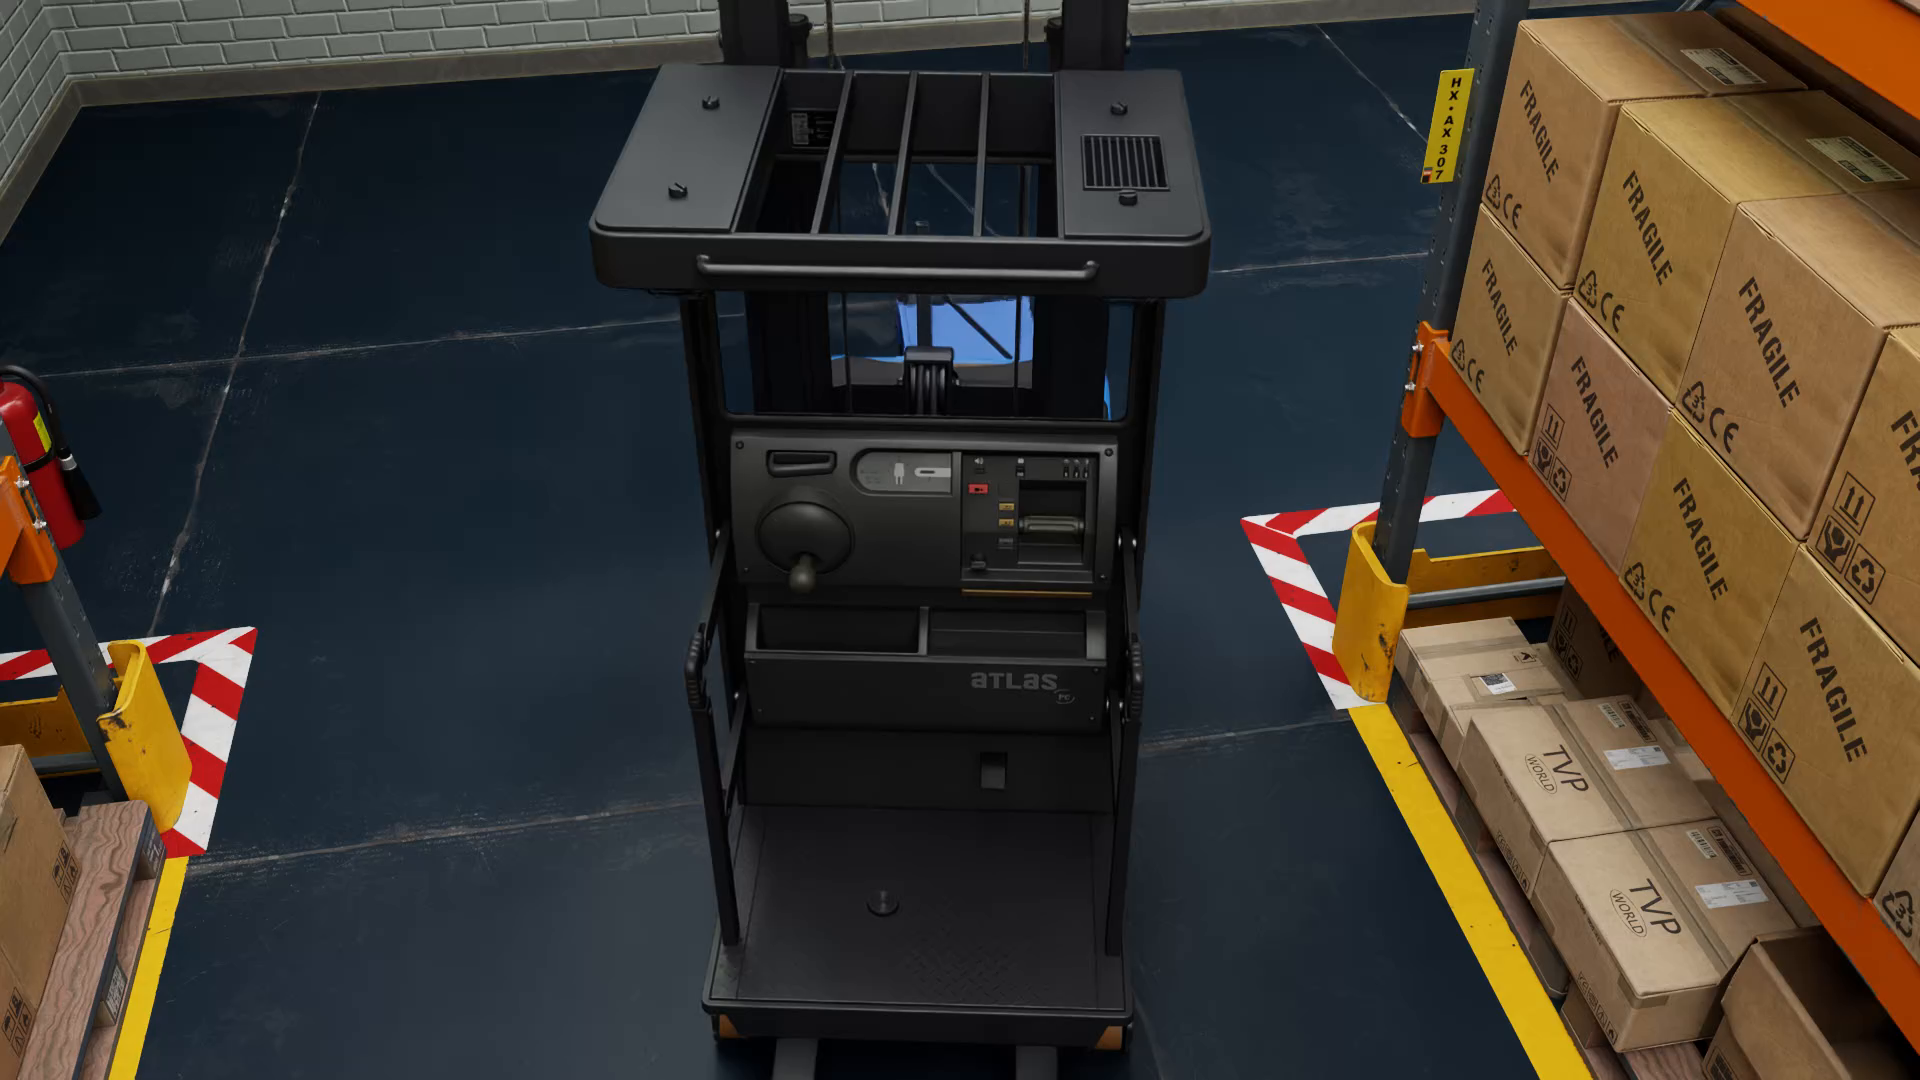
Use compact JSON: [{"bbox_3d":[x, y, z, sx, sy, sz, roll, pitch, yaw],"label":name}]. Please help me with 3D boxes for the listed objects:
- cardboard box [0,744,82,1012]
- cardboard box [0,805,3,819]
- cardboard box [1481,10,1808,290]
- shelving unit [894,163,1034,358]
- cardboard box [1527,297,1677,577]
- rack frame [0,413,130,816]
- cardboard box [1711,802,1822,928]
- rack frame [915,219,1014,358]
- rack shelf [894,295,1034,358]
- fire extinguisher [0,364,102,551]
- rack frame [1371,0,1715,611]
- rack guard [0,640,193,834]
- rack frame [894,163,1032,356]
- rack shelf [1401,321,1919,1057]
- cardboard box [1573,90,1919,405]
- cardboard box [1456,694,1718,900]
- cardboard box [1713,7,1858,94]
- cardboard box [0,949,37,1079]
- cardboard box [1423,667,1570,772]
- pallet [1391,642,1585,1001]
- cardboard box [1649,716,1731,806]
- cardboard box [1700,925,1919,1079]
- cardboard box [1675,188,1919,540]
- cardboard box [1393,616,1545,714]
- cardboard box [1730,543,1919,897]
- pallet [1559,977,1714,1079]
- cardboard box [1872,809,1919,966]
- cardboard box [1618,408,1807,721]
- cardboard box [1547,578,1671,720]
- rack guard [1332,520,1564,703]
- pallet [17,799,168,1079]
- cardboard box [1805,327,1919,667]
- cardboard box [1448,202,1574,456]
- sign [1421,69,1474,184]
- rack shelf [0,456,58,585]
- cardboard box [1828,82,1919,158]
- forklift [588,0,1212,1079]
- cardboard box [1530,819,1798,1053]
[{"bbox_3d":[-2.784,0.921,4.315,0.700,0.500,0.500,-6,38,-8],"label":"cardboard box"},{"bbox_3d":[-2.582,0.723,4.041,0.380,0.149,0.250,-7,38,-8],"label":"cardboard box"},{"bbox_3d":[1.690,-0.985,4.177,0.500,0.500,0.500,-5,38,-7],"label":"cardboard box"},{"bbox_3d":[0.063,-0.700,5.928,0.538,1.500,1.048,-4,38,-5],"label":"shelving unit"},{"bbox_3d":[1.785,-0.279,4.083,0.500,0.500,0.500,-7,38,-8],"label":"cardboard box"},{"bbox_3d":[-3.005,-0.312,4.207,1.000,3.000,0.127,-6,38,-8],"label":"rack frame"},{"bbox_3d":[2.346,0.944,4.473,0.500,0.250,0.500,-6,38,-8],"label":"cardboard box"},{"bbox_3d":[0.115,-0.389,5.529,0.500,1.500,0.032,-4,38,-5],"label":"rack frame"},{"bbox_3d":[0.063,-0.558,6.038,0.538,0.185,1.000,-4,38,-5],"label":"rack shelf"},{"bbox_3d":[-2.577,-0.275,4.526,0.296,0.674,0.183,-6,38,-8],"label":"fire extinguisher"},{"bbox_3d":[1.871,-0.847,4.896,1.000,3.000,0.127,-6,38,-8],"label":"rack frame"},{"bbox_3d":[-3.009,0.660,4.992,1.175,0.500,0.348,-6,38,-8],"label":"rack guard"},{"bbox_3d":[0.012,-1.010,6.327,0.500,1.500,0.032,-4,38,-5],"label":"rack frame"},{"bbox_3d":[2.222,0.645,3.561,1.077,0.370,4.000,-6,38,-8],"label":"rack shelf"},{"bbox_3d":[1.789,-0.670,3.771,0.500,0.500,0.500,-6,38,-7],"label":"cardboard box"},{"bbox_3d":[1.775,0.726,4.753,0.500,0.250,0.500,-6,38,-8],"label":"cardboard box"},{"bbox_3d":[2.220,-1.042,4.250,0.500,0.500,0.500,-7,38,-8],"label":"cardboard box"},{"bbox_3d":[-2.696,1.223,3.926,0.700,0.500,0.500,-6,38,-8],"label":"cardboard box"},{"bbox_3d":[1.650,0.539,5.062,0.380,0.166,0.250,-6,38,-8],"label":"cardboard box"},{"bbox_3d":[2.025,0.781,5.072,1.003,0.211,1.213,-6,38,-8],"label":"pallet"},{"bbox_3d":[2.192,0.654,4.914,0.380,0.166,0.250,-6,38,-8],"label":"cardboard box"},{"bbox_3d":[2.238,1.247,3.877,0.797,0.503,0.637,-6,38,-8],"label":"cardboard box"},{"bbox_3d":[1.872,-0.368,3.382,0.500,0.500,0.500,-6,38,-7],"label":"cardboard box"},{"bbox_3d":[1.606,0.395,5.262,0.380,0.149,0.250,-6,38,-8],"label":"cardboard box"},{"bbox_3d":[1.956,0.326,3.304,0.500,0.500,0.500,-6,38,-7],"label":"cardboard box"},{"bbox_3d":[2.236,1.517,4.126,1.003,0.211,1.213,-6,38,-8],"label":"pallet"},{"bbox_3d":[2.048,0.634,2.908,0.500,0.500,0.500,-5,38,-7],"label":"cardboard box"},{"bbox_3d":[1.870,0.024,3.692,0.500,0.500,0.500,-6,38,-8],"label":"cardboard box"},{"bbox_3d":[2.209,0.268,5.139,0.500,0.500,0.500,-6,38,-8],"label":"cardboard box"},{"bbox_3d":[1.885,0.186,5.603,1.175,0.500,0.348,-6,38,-8],"label":"rack guard"},{"bbox_3d":[-2.788,1.264,4.452,1.003,0.211,1.213,-6,38,-8],"label":"pallet"},{"bbox_3d":[1.962,-0.061,2.987,0.500,0.500,0.500,-7,38,-8],"label":"cardboard box"},{"bbox_3d":[1.690,-0.590,4.483,0.500,0.500,0.500,-5,38,-7],"label":"cardboard box"},{"bbox_3d":[1.337,-1.131,4.555,0.100,0.325,0.005,-6,38,-8],"label":"sign"},{"bbox_3d":[-2.654,1.180,2.873,1.077,0.370,4.000,-6,38,-8],"label":"rack shelf"},{"bbox_3d":[2.310,-0.737,3.858,0.500,0.500,0.500,-5,38,-7],"label":"cardboard box"},{"bbox_3d":[-0.093,0.010,3.848,1.130,2.935,3.031,1,38,2],"label":"forklift"},{"bbox_3d":[1.863,1.028,4.365,0.500,0.250,0.500,-6,38,-8],"label":"cardboard box"}]
